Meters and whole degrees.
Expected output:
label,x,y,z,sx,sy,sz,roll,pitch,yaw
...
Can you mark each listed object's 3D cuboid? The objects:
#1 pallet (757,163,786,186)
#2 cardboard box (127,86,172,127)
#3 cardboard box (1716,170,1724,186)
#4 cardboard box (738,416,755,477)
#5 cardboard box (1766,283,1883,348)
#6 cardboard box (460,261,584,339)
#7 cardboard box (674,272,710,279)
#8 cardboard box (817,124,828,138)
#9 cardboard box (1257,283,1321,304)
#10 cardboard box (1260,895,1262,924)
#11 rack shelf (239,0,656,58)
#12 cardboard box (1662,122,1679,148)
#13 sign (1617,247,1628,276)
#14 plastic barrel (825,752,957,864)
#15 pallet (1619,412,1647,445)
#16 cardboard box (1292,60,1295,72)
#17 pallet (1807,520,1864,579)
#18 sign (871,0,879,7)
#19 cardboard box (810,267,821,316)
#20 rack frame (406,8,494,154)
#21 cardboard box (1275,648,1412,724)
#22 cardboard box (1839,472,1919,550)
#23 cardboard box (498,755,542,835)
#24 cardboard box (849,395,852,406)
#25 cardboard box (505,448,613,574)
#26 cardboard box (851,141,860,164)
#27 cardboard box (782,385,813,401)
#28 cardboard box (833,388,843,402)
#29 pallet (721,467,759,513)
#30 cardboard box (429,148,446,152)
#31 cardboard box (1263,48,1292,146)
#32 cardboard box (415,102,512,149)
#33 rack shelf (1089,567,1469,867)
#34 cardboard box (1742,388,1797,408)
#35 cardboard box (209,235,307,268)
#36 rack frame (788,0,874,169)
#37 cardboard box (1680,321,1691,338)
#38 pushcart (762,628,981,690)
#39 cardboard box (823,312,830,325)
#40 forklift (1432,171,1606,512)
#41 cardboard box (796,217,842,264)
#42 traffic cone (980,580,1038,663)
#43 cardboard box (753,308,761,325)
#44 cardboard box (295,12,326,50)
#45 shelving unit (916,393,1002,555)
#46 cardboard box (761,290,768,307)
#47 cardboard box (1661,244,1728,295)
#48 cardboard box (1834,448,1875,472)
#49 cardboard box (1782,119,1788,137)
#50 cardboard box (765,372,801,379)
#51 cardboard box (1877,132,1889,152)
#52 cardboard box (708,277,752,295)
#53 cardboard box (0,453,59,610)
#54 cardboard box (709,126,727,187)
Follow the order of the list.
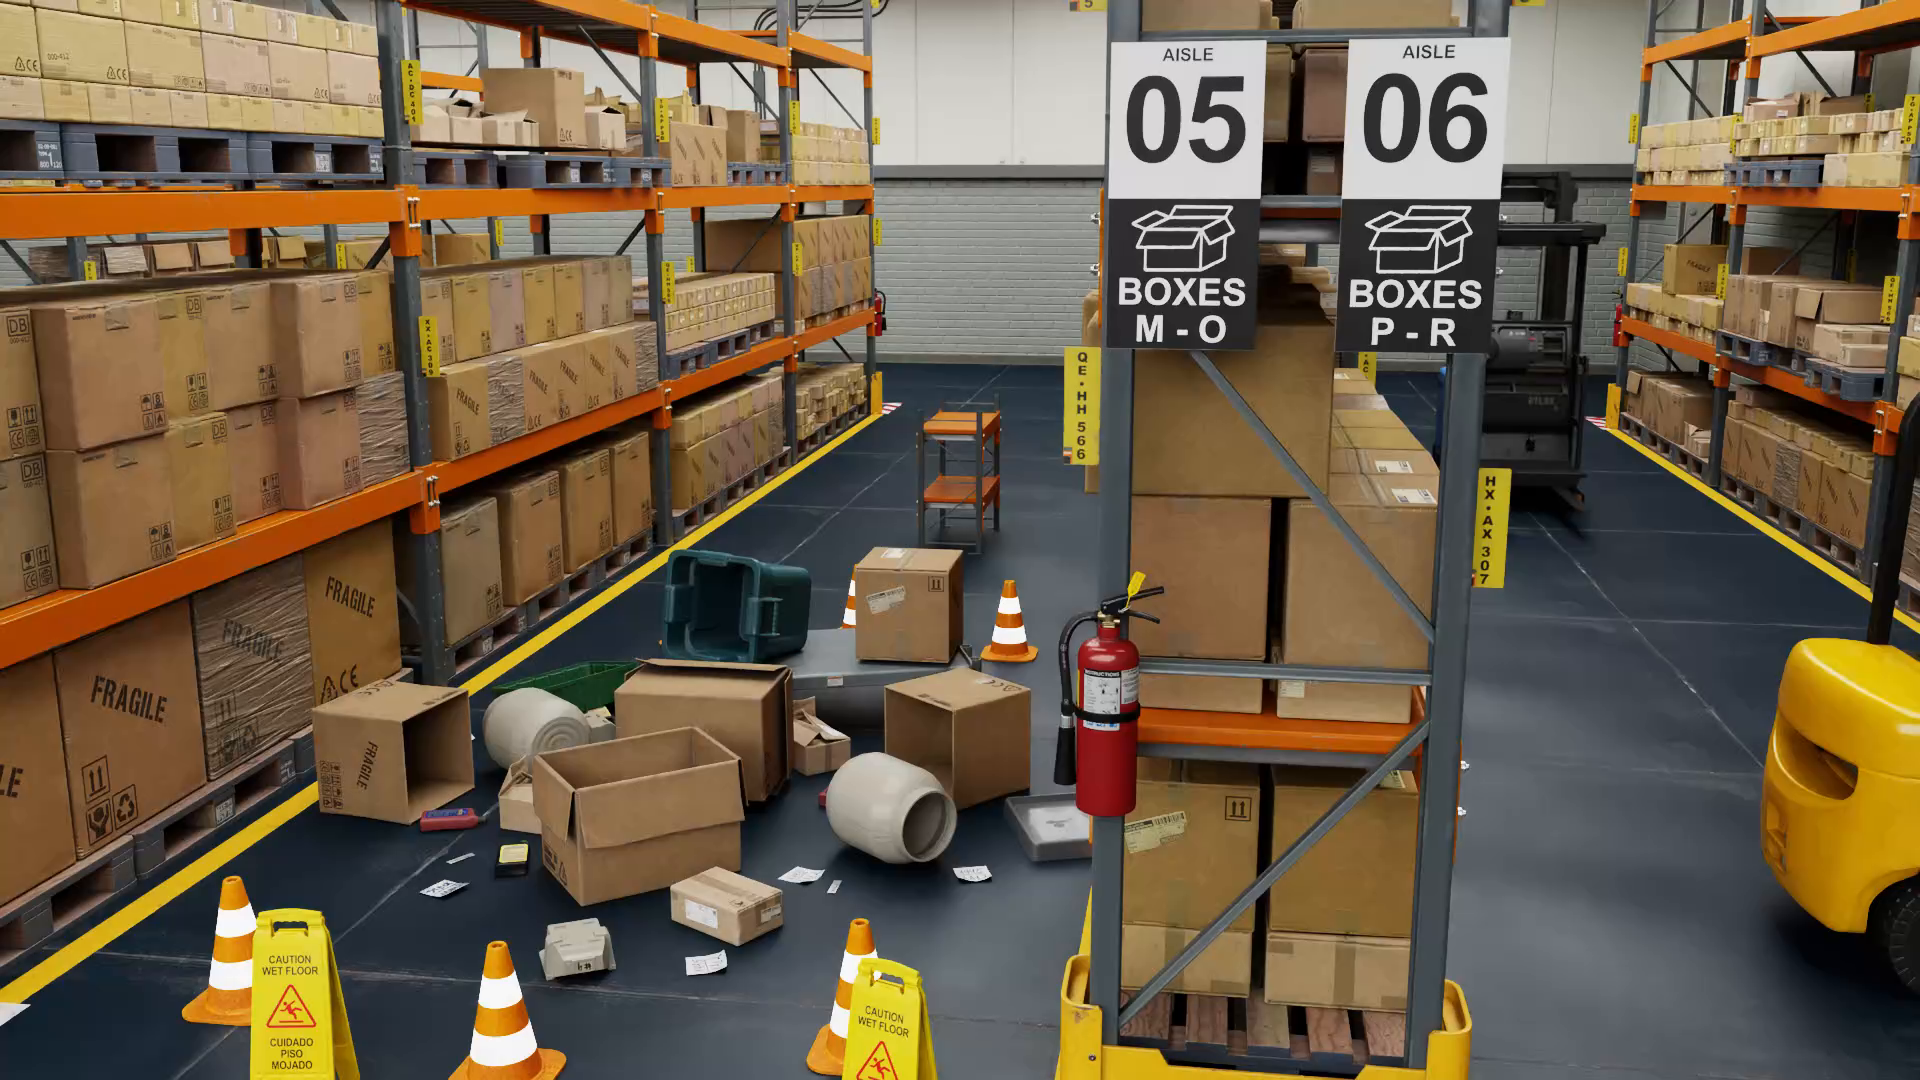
label,x,y,z,sx,sy,sz,roll,pitch,yaw
pallet,-2.379,-3.513,15.998,1.213,0.211,1.003,2,12,9
cardboard box,-3.423,-1.740,6.687,0.380,0.149,0.250,2,12,9
cardboard box,7.437,-3.443,15.824,0.380,0.149,0.250,2,12,9
cardboard box,-2.207,-0.871,15.351,0.500,0.500,0.500,2,12,7
cardboard box,7.137,-1.853,13.739,0.700,0.500,0.500,2,12,8
cardboard box,-3.026,-1.663,11.479,0.700,0.500,0.500,2,12,8
cardboard box,-2.694,-2.569,16.483,0.380,0.149,0.250,3,12,12
cardboard box,-1.646,-4.420,17.987,0.380,0.149,0.250,3,12,11
cardboard box,1.021,-0.736,6.473,0.700,0.500,0.500,2,12,8
cardboard box,1.365,1.248,6.112,0.500,0.250,0.500,2,12,11
rack shelf,-3.102,-3.400,10.565,1.077,0.370,4.000,2,12,9
cardboard box,7.771,-4.285,17.599,0.500,0.250,0.500,2,12,8
sign,7.712,-3.237,19.340,0.100,0.325,0.005,2,12,9
plastic barrel,-0.296,1.155,7.131,0.421,0.421,0.512,-10,16,-40
pallet,8.114,-1.251,18.800,1.003,0.211,1.213,2,12,9
cardboard box,1.403,-1.742,6.041,0.380,0.149,0.250,2,12,10
pallet,7.170,0.078,12.631,1.003,0.211,1.213,2,12,9
sign,-1.019,-6.540,19.888,0.100,0.325,0.005,2,12,9
cardboard box,-1.785,-2.656,17.753,0.500,0.500,0.500,2,12,9
rack frame,-6.449,-6.210,20.950,1.000,3.000,0.127,2,12,9
cardboard box,1.139,0.433,4.961,0.380,0.149,0.250,2,12,9
cardboard box,6.870,-0.209,12.282,0.500,0.500,0.500,2,12,10
cardboard box,-1.854,1.156,7.498,0.396,0.266,0.258,4,13,18
cardboard box,-1.504,-1.682,19.949,0.380,0.149,0.250,2,12,8
cardboard box,-3.108,-0.230,11.784,1.050,0.750,0.750,2,12,10
cardboard box,-1.461,-4.523,19.408,0.500,0.250,0.500,2,12,7
cardboard box,-1.813,-1.595,18.134,0.380,0.149,0.250,2,12,7
cardboard box,-1.566,-1.665,19.161,0.380,0.149,0.250,3,12,11
pallet,-2.483,-0.483,15.235,1.003,0.211,1.213,2,12,9
cardboard box,-6.682,-4.824,20.165,0.700,0.500,0.500,1,12,7
cardboard box,0.694,-1.280,4.840,0.500,0.250,0.500,2,12,8
cardboard box,-3.279,-2.753,11.004,0.500,0.311,0.500,2,12,8
rack shelf,1.190,0.309,6.645,1.077,0.370,4.000,2,12,9
cardboard box,7.322,-1.288,15.040,0.380,0.149,0.250,1,12,6
cardboard box,-7.155,-2.851,16.984,0.797,0.503,0.637,2,12,7
rack frame,-1.564,-6.029,20.107,1.000,3.000,0.127,2,12,9
cardboard box,7.545,-2.133,16.868,0.380,0.149,0.250,2,12,8
pushcart,-0.763,0.760,9.072,1.648,0.377,0.936,-2,12,-11
cardboard box,-1.658,-2.464,18.405,0.380,0.149,0.250,2,12,11
forklift,4.995,-1.774,14.769,1.130,2.935,3.031,2,12,8
cardboard box,-1.616,-3.351,18.608,0.500,0.500,0.500,1,12,7
traffic cone,0.304,0.478,10.176,0.336,0.463,0.334,2,12,9
cardboard box,-2.124,-2.151,15.952,0.380,0.149,0.250,2,12,8
cardboard box,-3.229,-2.394,7.831,0.380,0.149,0.250,2,12,9
shelving unit,0.001,-0.551,13.381,0.538,1.125,1.048,2,12,9
cardboard box,-2.085,-2.347,16.157,0.380,0.149,0.250,2,12,9
cardboard box,7.682,-2.837,17.408,0.500,0.500,0.500,2,12,10
cardboard box,6.855,-0.600,12.556,0.380,0.149,0.250,1,12,6
cardboard box,7.107,-3.440,13.872,0.380,0.149,0.250,2,12,9
cardboard box,-2.078,-1.879,19.450,0.380,0.149,0.250,2,12,11
cardboard box,6.959,-2.908,12.156,0.380,0.149,0.250,2,12,10
cardboard box,-2.170,-2.382,15.615,0.380,0.149,0.250,2,12,8
cardboard box,-3.949,-0.032,6.168,0.875,0.550,0.550,2,12,9
cardboard box,-2.302,-3.265,14.164,0.500,0.500,0.500,2,12,9
